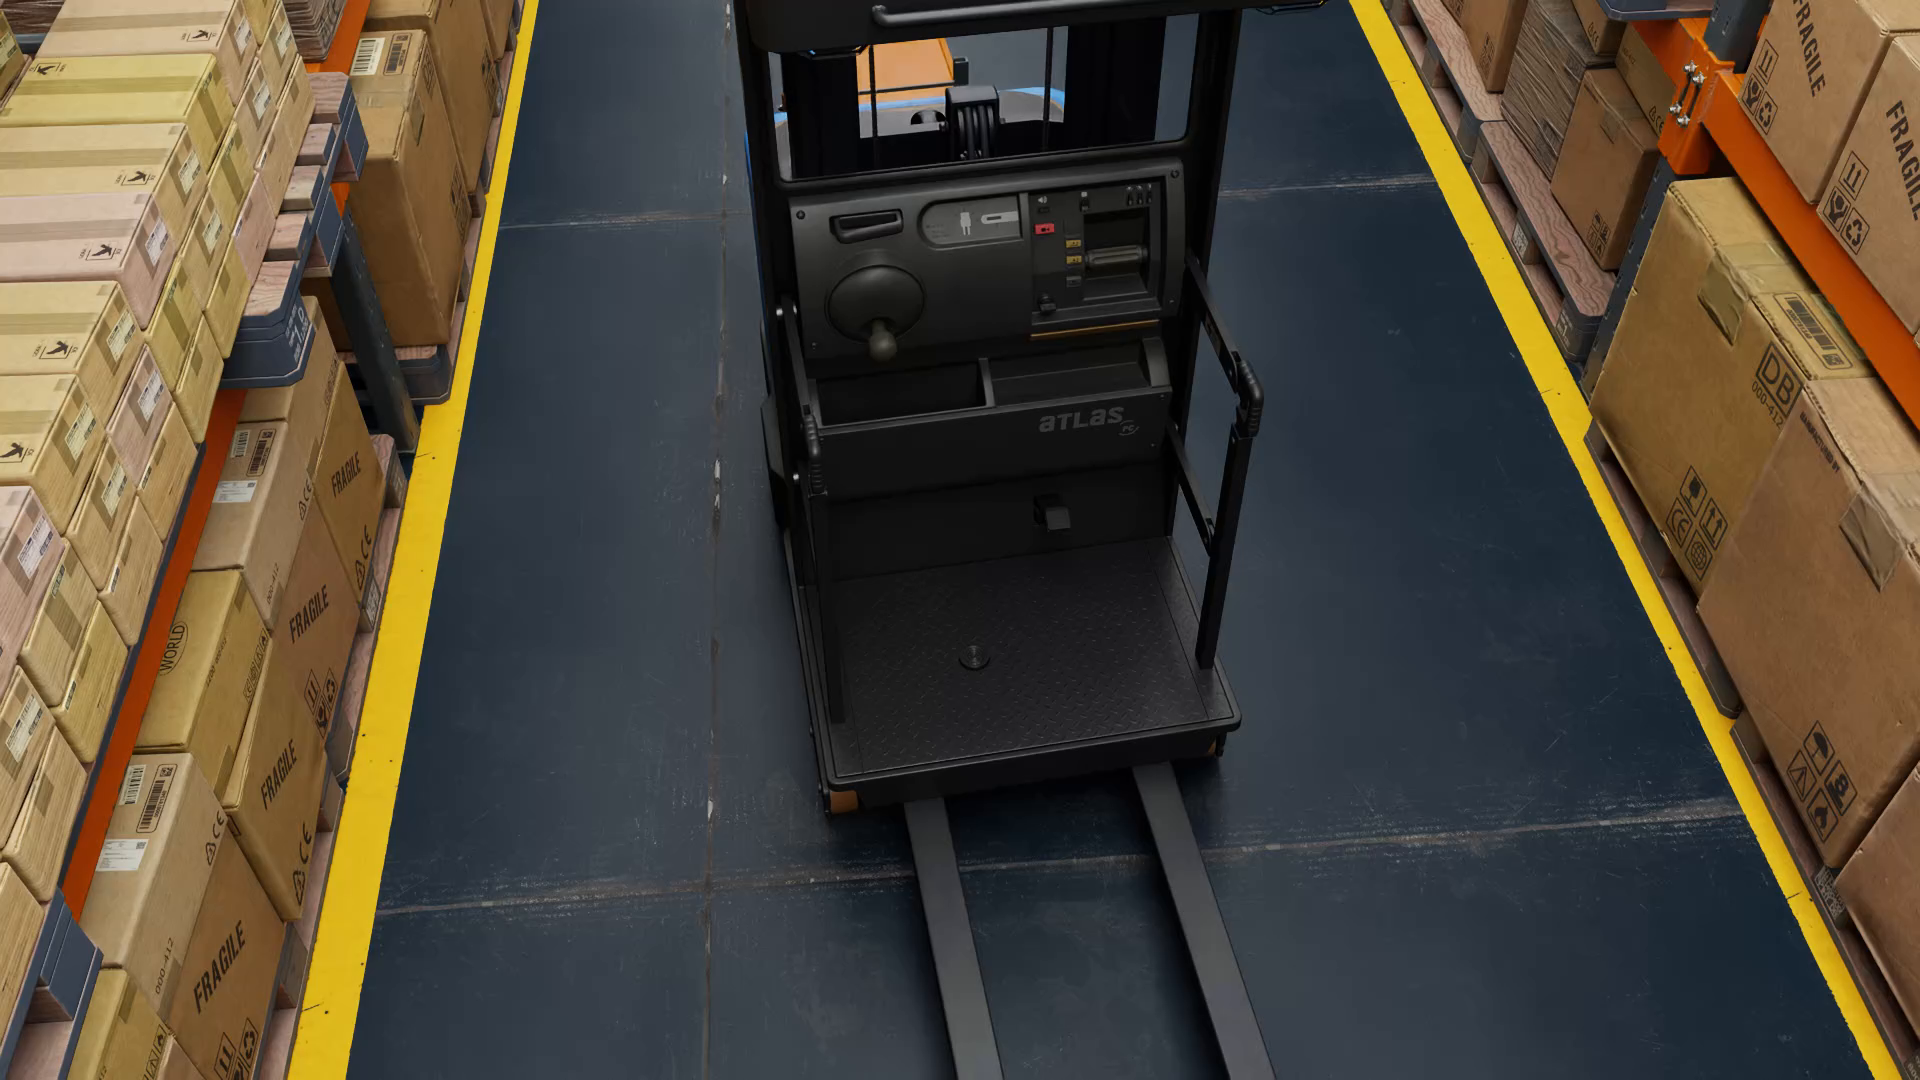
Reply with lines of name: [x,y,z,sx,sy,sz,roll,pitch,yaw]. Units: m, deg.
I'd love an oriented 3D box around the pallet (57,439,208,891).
pallet: [-2.102,0.170,3.156,1.003,0.211,1.213,-3,47,-3]

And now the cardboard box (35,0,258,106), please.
cardboard box: [-1.792,-1.080,3.681,0.380,0.149,0.250,-4,47,-4]

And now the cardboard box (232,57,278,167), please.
cardboard box: [-1.789,-0.964,3.776,0.380,0.149,0.250,-2,47,-2]

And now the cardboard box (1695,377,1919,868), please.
cardboard box: [2.747,0.178,4.190,1.225,0.875,0.875,-3,47,-3]

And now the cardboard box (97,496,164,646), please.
cardboard box: [-1.681,0.070,3.001,0.380,0.149,0.250,-5,47,-5]

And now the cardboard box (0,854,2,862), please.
cardboard box: [-1.616,0.532,2.359,0.380,0.149,0.250,-5,47,-5]

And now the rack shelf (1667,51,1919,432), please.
rack shelf: [2.810,0.140,3.547,1.077,0.370,4.000,-3,47,-3]

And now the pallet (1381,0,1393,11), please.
pallet: [2.374,-2.926,7.876,1.003,0.211,1.213,-3,47,-3]

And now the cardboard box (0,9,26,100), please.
cardboard box: [-2.468,-1.125,3.928,0.380,0.149,0.250,-2,47,-2]

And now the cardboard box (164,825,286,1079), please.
cardboard box: [-1.874,0.971,3.696,0.500,0.500,0.500,-3,47,-3]

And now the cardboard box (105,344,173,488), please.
cardboard box: [-1.703,-0.224,3.075,0.380,0.149,0.250,-2,47,-2]

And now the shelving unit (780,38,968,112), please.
shelving unit: [-0.318,-1.421,5.821,0.538,1.125,1.048,-8,47,-7]

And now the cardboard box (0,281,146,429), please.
cardboard box: [-1.704,-0.326,2.967,0.380,0.149,0.250,-1,47,-1]

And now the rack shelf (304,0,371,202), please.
rack shelf: [-2.476,-2.526,6.072,1.077,0.370,4.000,-3,47,-3]

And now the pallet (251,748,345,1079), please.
pallet: [-2.145,1.079,4.083,1.003,0.211,1.213,-3,47,-3]

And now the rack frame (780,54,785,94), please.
rack frame: [-0.413,-1.783,6.164,0.500,1.125,0.032,-8,47,-7]

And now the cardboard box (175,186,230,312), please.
cardboard box: [-1.744,-0.592,3.424,0.380,0.149,0.250,-3,47,-3]

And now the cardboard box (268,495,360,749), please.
cardboard box: [-1.953,0.225,4.403,0.500,0.500,0.500,-2,47,-2]

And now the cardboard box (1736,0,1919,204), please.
cardboard box: [2.412,-1.221,4.271,0.500,0.500,0.500,-2,47,-2]

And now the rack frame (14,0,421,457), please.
rack frame: [-2.308,-1.326,4.440,1.000,3.000,0.127,-3,47,-3]

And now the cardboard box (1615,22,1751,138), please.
cardboard box: [2.557,-1.587,5.589,0.500,0.250,0.500,-2,47,-2]

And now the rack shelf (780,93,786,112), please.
rack shelf: [-0.318,-1.252,5.998,0.538,0.278,1.000,-8,47,-7]

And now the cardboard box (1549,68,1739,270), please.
cardboard box: [2.567,-1.330,5.862,0.700,0.500,0.500,-6,47,-5]

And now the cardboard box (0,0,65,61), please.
cardboard box: [-2.614,-1.670,4.697,0.500,0.500,0.500,-3,47,-3]

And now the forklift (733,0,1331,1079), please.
forklift: [0.116,-0.558,3.760,1.130,2.935,3.031,-8,47,-7]

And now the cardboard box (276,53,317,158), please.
cardboard box: [-1.809,-1.055,4.067,0.380,0.149,0.250,-3,47,-3]

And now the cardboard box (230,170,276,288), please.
cardboard box: [-1.768,-0.689,3.721,0.380,0.149,0.250,-3,47,-3]

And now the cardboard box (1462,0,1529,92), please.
cardboard box: [2.453,-2.140,6.629,0.700,0.500,0.500,0,47,0]

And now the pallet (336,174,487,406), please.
pallet: [-2.299,-0.942,5.997,1.003,0.211,1.213,-3,47,-3]

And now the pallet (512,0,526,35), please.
pallet: [-2.504,-2.708,7.669,1.003,0.211,1.213,-3,47,-3]

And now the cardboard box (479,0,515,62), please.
cardboard box: [-2.425,-2.449,6.764,1.050,0.750,0.750,-3,47,-3]

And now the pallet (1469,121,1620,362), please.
pallet: [2.579,-1.161,6.204,1.003,0.211,1.213,-3,47,-3]

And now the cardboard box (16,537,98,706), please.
cardboard box: [-1.663,0.146,2.725,0.380,0.149,0.250,-4,47,-4]

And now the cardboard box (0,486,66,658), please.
cardboard box: [-1.657,0.057,2.604,0.380,0.149,0.250,-2,47,-2]

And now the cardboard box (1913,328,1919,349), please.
cardboard box: [2.504,-0.477,3.567,0.500,0.500,0.500,-4,47,-4]

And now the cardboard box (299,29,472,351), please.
cardboard box: [-2.270,-1.143,5.527,1.050,0.750,0.750,-4,47,-4]

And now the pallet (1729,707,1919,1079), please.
pallet: [2.733,0.860,4.290,1.003,0.211,1.213,-3,47,-3]

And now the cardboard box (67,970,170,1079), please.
cardboard box: [-1.819,1.089,3.068,0.500,0.250,0.500,-2,47,-2]

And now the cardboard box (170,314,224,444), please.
cardboard box: [-1.727,-0.314,3.365,0.380,0.149,0.250,-5,47,-5]

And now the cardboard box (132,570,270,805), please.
cardboard box: [-1.910,0.343,3.775,0.500,0.250,0.500,-2,47,-2]

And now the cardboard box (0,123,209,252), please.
cardboard box: [-1.744,-0.698,3.319,0.380,0.149,0.250,-2,47,-2]

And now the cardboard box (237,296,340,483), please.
cardboard box: [-1.990,-0.390,4.469,0.500,0.250,0.500,-4,47,-4]

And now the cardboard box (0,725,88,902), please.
cardboard box: [-1.636,0.450,2.642,0.380,0.149,0.250,-5,47,-5]

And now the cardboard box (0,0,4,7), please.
cardboard box: [-2.462,-1.239,3.832,0.380,0.149,0.250,-3,47,-3]
